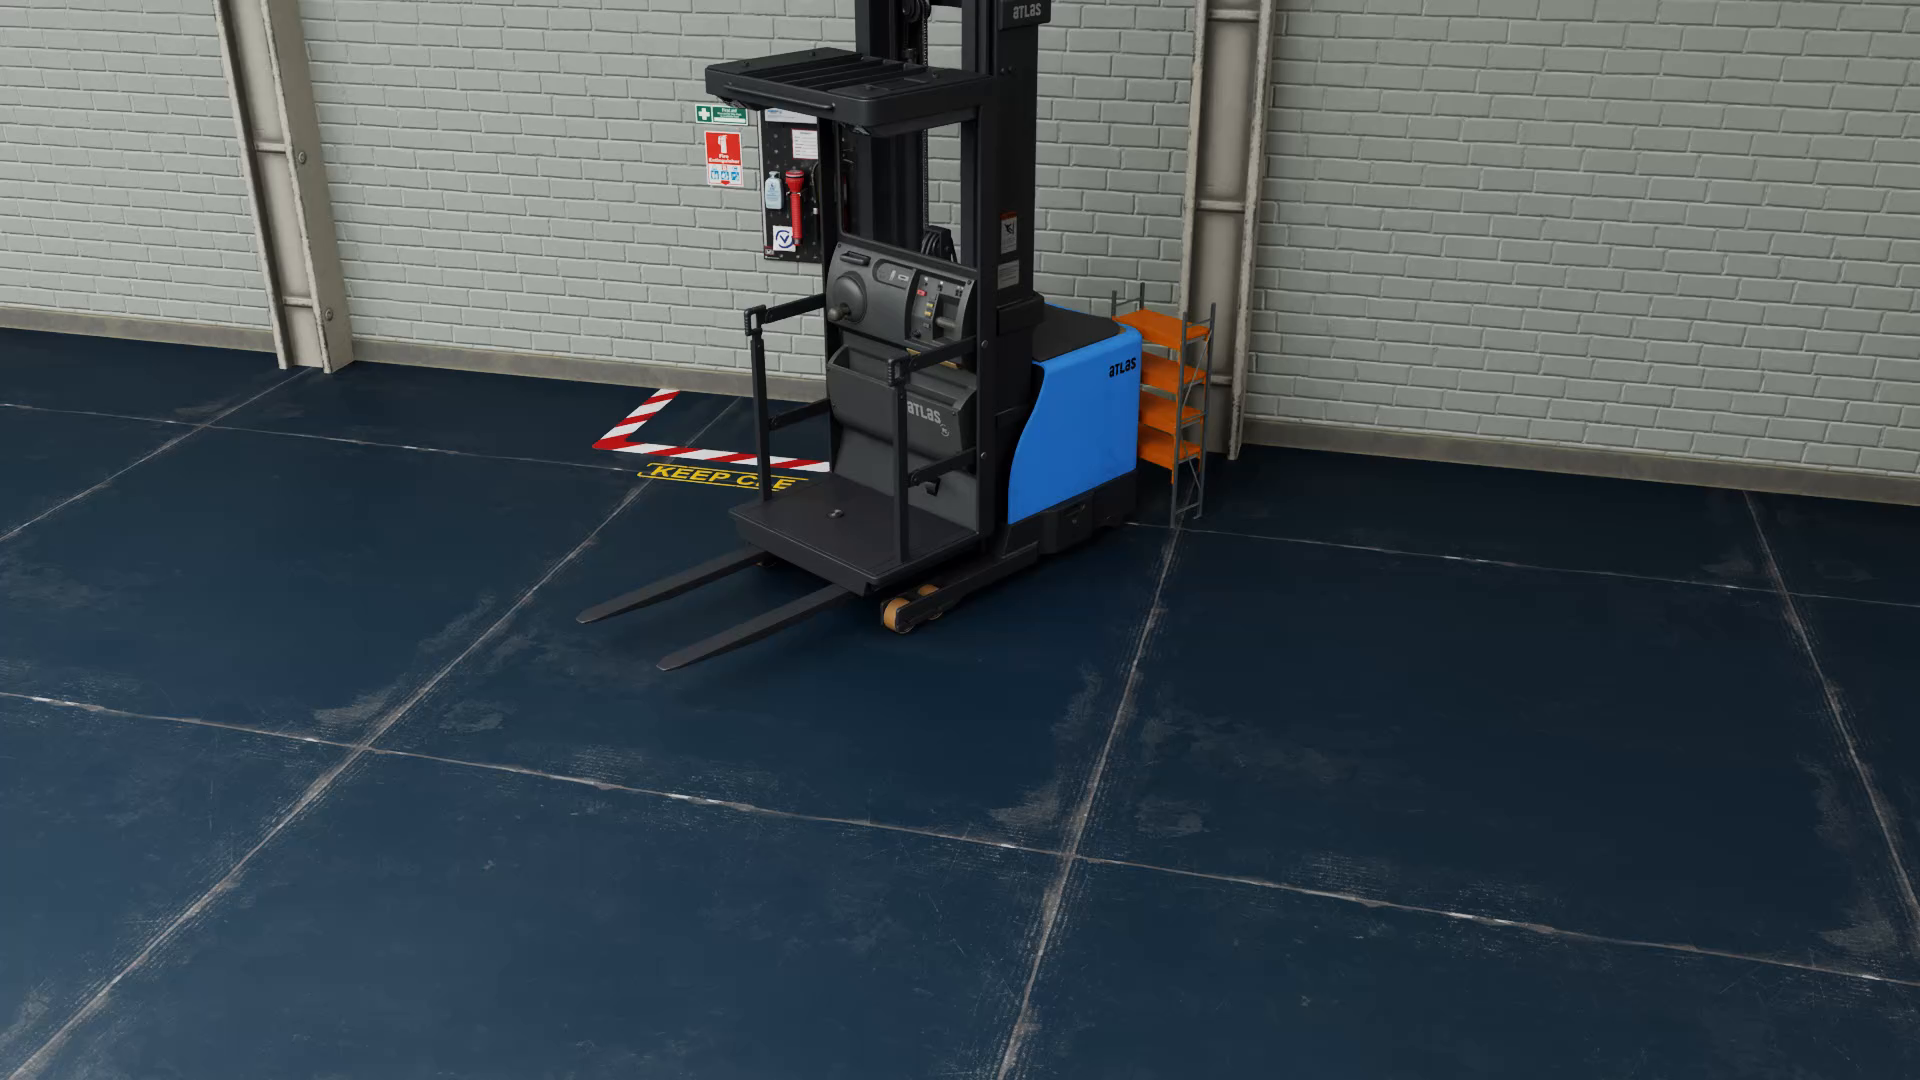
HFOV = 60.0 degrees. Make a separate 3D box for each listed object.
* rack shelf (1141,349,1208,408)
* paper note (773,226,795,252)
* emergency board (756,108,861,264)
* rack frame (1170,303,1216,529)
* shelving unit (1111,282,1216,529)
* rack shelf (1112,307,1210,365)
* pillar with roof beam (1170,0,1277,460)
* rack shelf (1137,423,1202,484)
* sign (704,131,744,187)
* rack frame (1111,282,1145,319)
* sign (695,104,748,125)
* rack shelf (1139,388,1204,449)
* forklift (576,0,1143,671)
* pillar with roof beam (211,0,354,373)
[{"bbox_3d":[1.052,-0.857,8.790,0.258,0.148,0.480,-21,33,-37],"label":"rack shelf"},{"bbox_3d":[-1.073,-1.839,10.148,0.142,0.148,0.016,6,26,13],"label":"paper note"},{"bbox_3d":[-0.919,-2.189,9.858,0.643,1.169,0.194,6,26,13],"label":"emergency board"},{"bbox_3d":[1.216,-0.638,8.694,0.240,1.200,0.015,-21,33,-37],"label":"rack frame"},{"bbox_3d":[1.052,-0.716,8.857,0.258,1.200,0.503,-21,33,-37],"label":"shelving unit"},{"bbox_3d":[1.052,-1.070,8.688,0.258,0.148,0.480,-21,33,-37],"label":"rack shelf"},{"bbox_3d":[0.393,-2.825,4.215,0.400,9.000,9.100,6,26,13],"label":"pillar with roof beam"},{"bbox_3d":[1.052,-0.476,8.972,0.258,0.148,0.480,-21,33,-37],"label":"rack shelf"},{"bbox_3d":[-1.429,-2.307,10.065,0.234,0.329,0.001,6,26,13],"label":"sign"},{"bbox_3d":[0.889,-0.794,9.021,0.240,1.200,0.015,-21,33,-37],"label":"rack frame"},{"bbox_3d":[-1.427,-2.542,9.942,0.331,0.109,0.001,6,26,13],"label":"sign"},{"bbox_3d":[1.052,-0.655,8.886,0.258,0.148,0.480,-21,33,-37],"label":"rack shelf"},{"bbox_3d":[-0.436,-1.132,7.718,1.130,2.935,3.031,23,34,39],"label":"forklift"},{"bbox_3d":[-5.418,-3.467,5.564,0.400,9.000,9.100,6,26,13],"label":"pillar with roof beam"}]
